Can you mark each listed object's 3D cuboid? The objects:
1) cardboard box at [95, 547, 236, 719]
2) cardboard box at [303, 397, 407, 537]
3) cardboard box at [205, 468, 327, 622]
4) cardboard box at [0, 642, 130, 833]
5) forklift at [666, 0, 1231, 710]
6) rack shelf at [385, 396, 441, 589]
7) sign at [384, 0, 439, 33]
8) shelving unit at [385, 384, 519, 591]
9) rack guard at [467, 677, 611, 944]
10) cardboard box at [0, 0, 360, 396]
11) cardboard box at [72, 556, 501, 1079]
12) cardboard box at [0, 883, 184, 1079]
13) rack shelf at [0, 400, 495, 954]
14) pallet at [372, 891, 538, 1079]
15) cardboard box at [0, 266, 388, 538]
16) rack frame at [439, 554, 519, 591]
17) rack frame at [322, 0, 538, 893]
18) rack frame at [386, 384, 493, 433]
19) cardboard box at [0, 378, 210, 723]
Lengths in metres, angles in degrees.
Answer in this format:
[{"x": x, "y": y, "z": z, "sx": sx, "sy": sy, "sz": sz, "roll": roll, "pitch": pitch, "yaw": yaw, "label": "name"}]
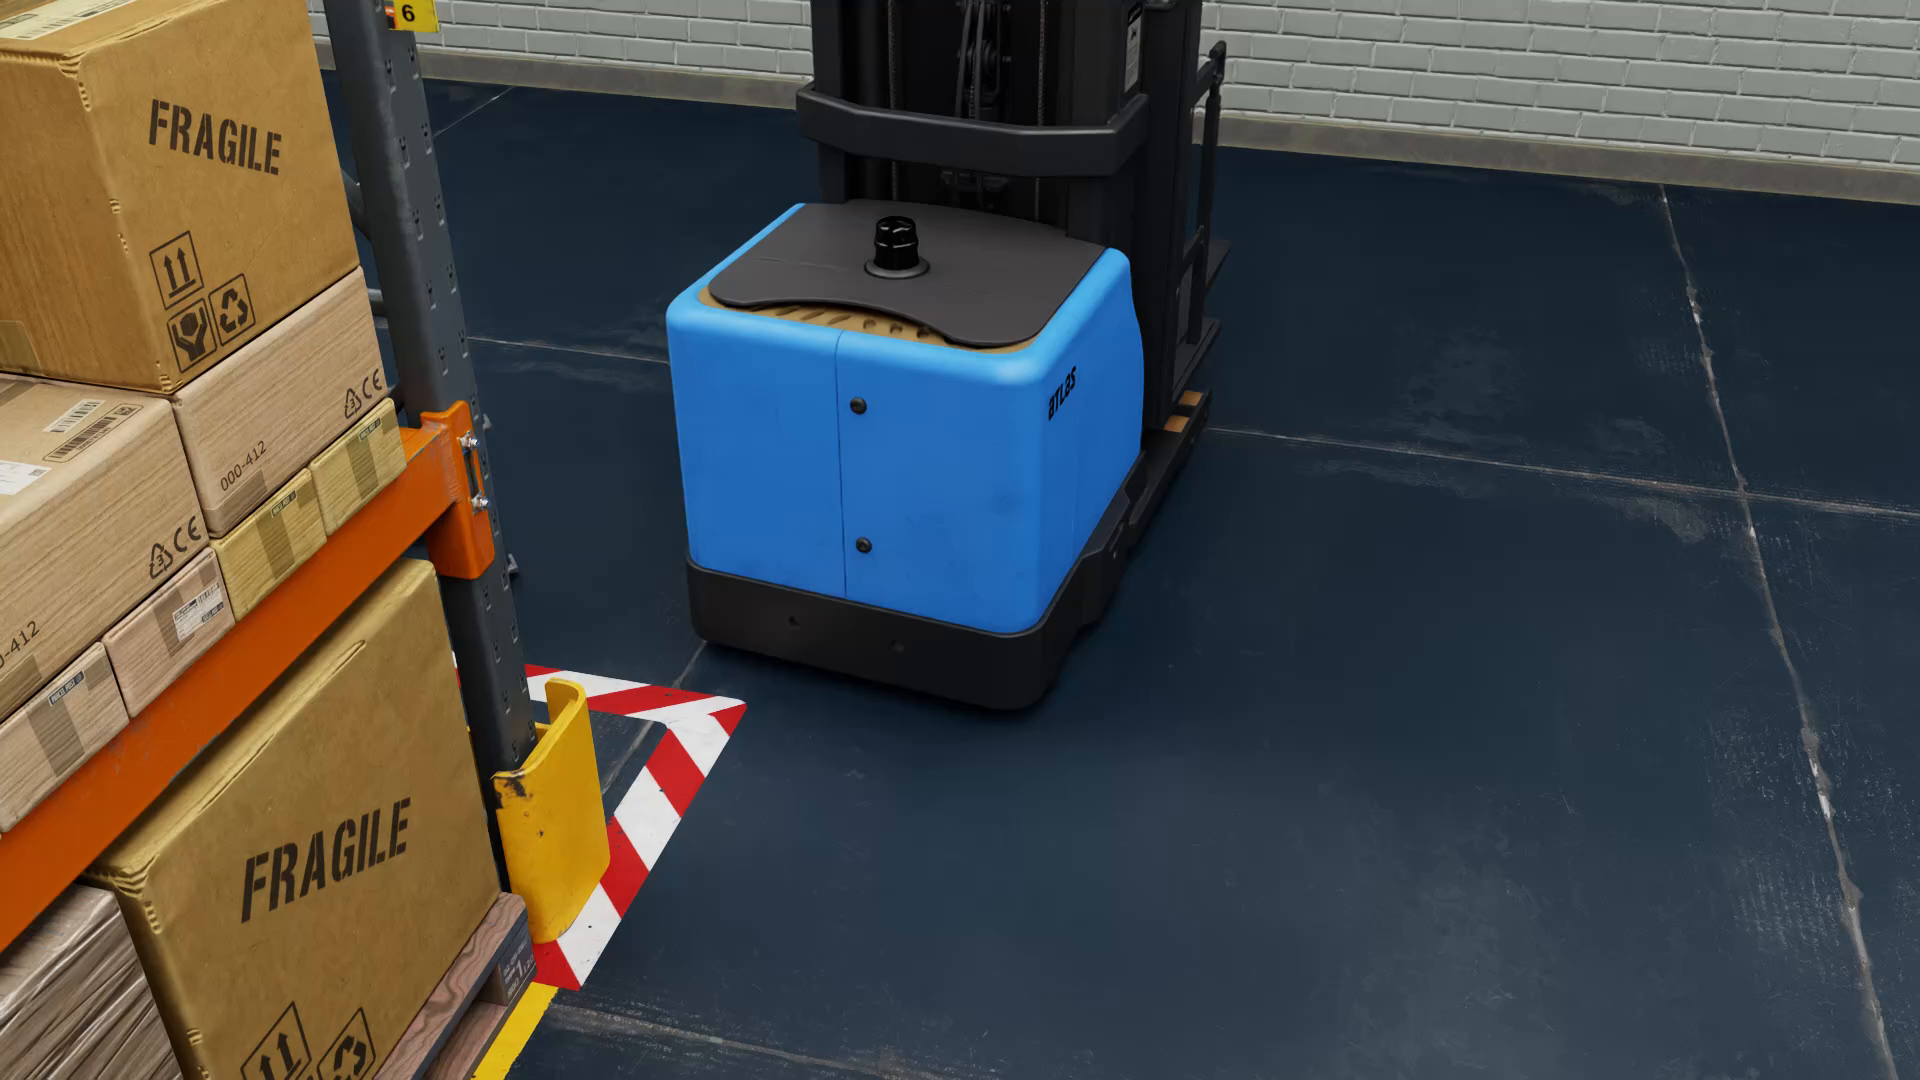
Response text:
[{"x": -1.349, "y": 0.111, "z": 2.514, "sx": 0.380, "sy": 0.149, "sz": 0.250, "roll": 8, "pitch": 33, "yaw": 12, "label": "cardboard box"}, {"x": -1.219, "y": -0.155, "z": 2.932, "sx": 0.380, "sy": 0.149, "sz": 0.250, "roll": 9, "pitch": 33, "yaw": 13, "label": "cardboard box"}, {"x": -1.284, "y": -0.020, "z": 2.720, "sx": 0.380, "sy": 0.149, "sz": 0.250, "roll": 8, "pitch": 33, "yaw": 13, "label": "cardboard box"}, {"x": -1.413, "y": 0.240, "z": 2.311, "sx": 0.380, "sy": 0.149, "sz": 0.250, "roll": 9, "pitch": 33, "yaw": 13, "label": "cardboard box"}, {"x": 0.237, "y": -1.567, "z": 4.984, "sx": 1.130, "sy": 2.935, "sz": 3.031, "roll": 12, "pitch": 34, "yaw": 18, "label": "forklift"}, {"x": -1.735, "y": -0.130, "z": 4.956, "sx": 0.518, "sy": 0.480, "sz": 0.431, "roll": -15, "pitch": 35, "yaw": -21, "label": "rack shelf"}, {"x": -0.926, "y": -0.998, "z": 2.724, "sx": 0.100, "sy": 0.325, "sz": 0.005, "roll": 8, "pitch": 33, "yaw": 12, "label": "sign"}, {"x": -2.377, "y": 0.042, "z": 4.696, "sx": 2.100, "sy": 0.503, "sz": 0.431, "roll": -15, "pitch": 35, "yaw": -21, "label": "shelving unit"}, {"x": -1.441, "y": 0.552, "z": 3.916, "sx": 1.175, "sy": 0.500, "sz": 0.348, "roll": 8, "pitch": 33, "yaw": 12, "label": "rack guard"}, {"x": -1.317, "y": -0.581, "z": 2.531, "sx": 0.500, "sy": 0.500, "sz": 0.500, "roll": 8, "pitch": 33, "yaw": 13, "label": "cardboard box"}, {"x": -1.532, "y": 0.572, "z": 3.144, "sx": 0.875, "sy": 0.875, "sz": 0.875, "roll": 8, "pitch": 33, "yaw": 12, "label": "cardboard box"}, {"x": -1.763, "y": 1.044, "z": 2.401, "sx": 0.875, "sy": 0.875, "sz": 0.875, "roll": 8, "pitch": 33, "yaw": 12, "label": "cardboard box"}, {"x": -1.955, "y": 0.851, "z": 1.787, "sx": 1.077, "sy": 0.370, "sz": 4.000, "roll": 8, "pitch": 33, "yaw": 12, "label": "rack shelf"}, {"x": -1.575, "y": 1.112, "z": 3.305, "sx": 1.003, "sy": 0.211, "sz": 1.213, "roll": 8, "pitch": 33, "yaw": 12, "label": "pallet"}, {"x": -1.314, "y": -0.266, "z": 2.734, "sx": 0.500, "sy": 0.250, "sz": 0.500, "roll": 7, "pitch": 33, "yaw": 12, "label": "cardboard box"}, {"x": -2.375, "y": 0.248, "z": 4.828, "sx": 2.100, "sy": 0.015, "sz": 0.400, "roll": -15, "pitch": 35, "yaw": -21, "label": "rack frame"}, {"x": -1.447, "y": -0.491, "z": 3.226, "sx": 1.000, "sy": 3.000, "sz": 0.127, "roll": 8, "pitch": 33, "yaw": 12, "label": "rack frame"}, {"x": -2.379, "y": -0.163, "z": 4.565, "sx": 2.100, "sy": 0.015, "sz": 0.400, "roll": -15, "pitch": 35, "yaw": -21, "label": "rack frame"}, {"x": -1.443, "y": -0.002, "z": 2.320, "sx": 0.500, "sy": 0.250, "sz": 0.500, "roll": 7, "pitch": 33, "yaw": 12, "label": "cardboard box"}]
